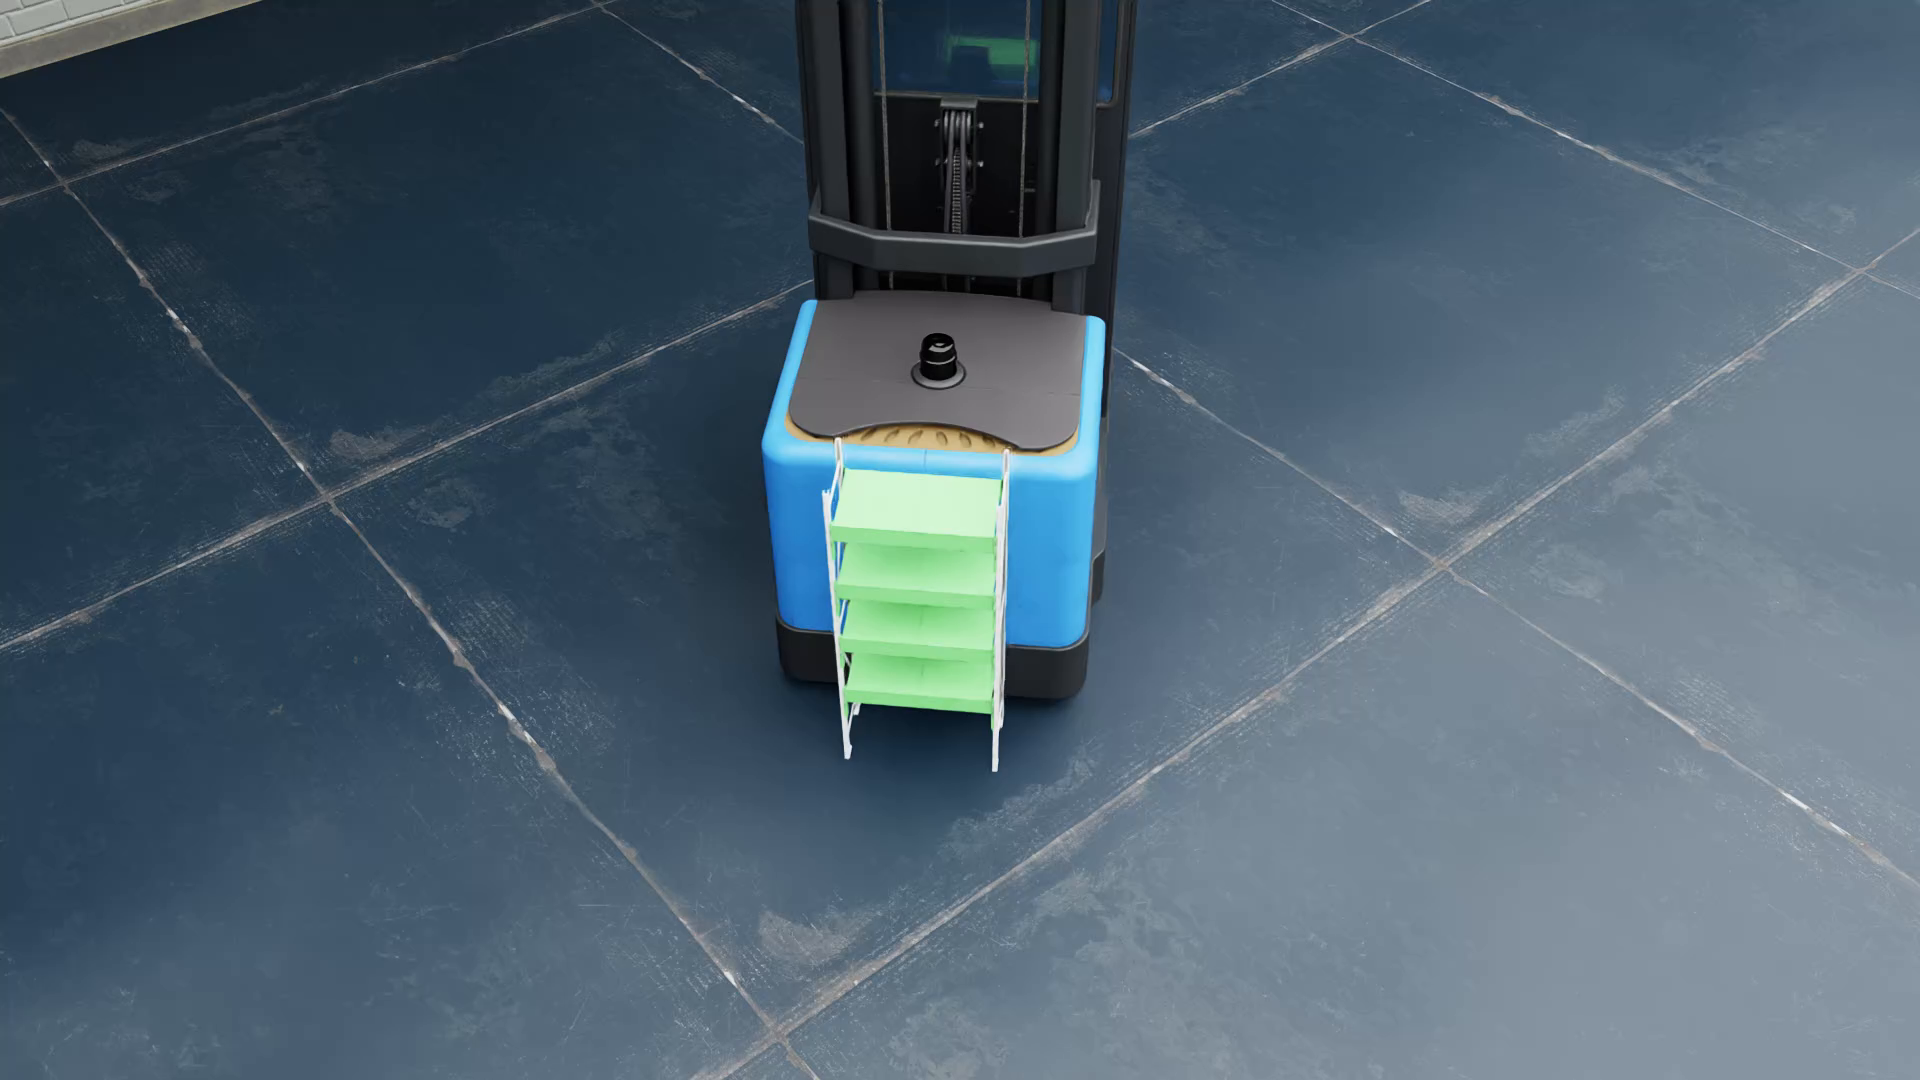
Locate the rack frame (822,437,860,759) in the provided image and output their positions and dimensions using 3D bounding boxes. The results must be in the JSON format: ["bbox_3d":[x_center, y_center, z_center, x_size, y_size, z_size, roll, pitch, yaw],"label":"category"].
[{"bbox_3d":[-0.361,0.213,5.141,0.015,1.200,0.240,4,45,5],"label":"rack frame"}]

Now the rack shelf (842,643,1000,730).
[{"bbox_3d":[-0.118,0.446,5.336,0.480,0.148,0.258,4,45,5],"label":"rack shelf"}]

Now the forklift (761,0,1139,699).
[{"bbox_3d":[0.044,-1.542,5.751,1.130,2.935,3.031,4,43,4],"label":"forklift"}]

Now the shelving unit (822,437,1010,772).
[{"bbox_3d":[-0.119,0.231,5.121,0.503,1.200,0.258,4,45,5],"label":"shelving unit"}]

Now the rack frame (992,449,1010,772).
[{"bbox_3d":[0.124,0.249,5.102,0.015,1.200,0.240,4,45,5],"label":"rack frame"}]

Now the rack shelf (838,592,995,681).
[{"bbox_3d":[-0.119,0.276,5.166,0.480,0.148,0.258,4,45,5],"label":"rack shelf"}]

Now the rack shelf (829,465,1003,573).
[{"bbox_3d":[-0.120,-0.063,4.827,0.480,0.148,0.258,4,45,5],"label":"rack shelf"}]

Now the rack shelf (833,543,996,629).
[{"bbox_3d":[-0.119,0.107,4.997,0.480,0.148,0.258,4,45,5],"label":"rack shelf"}]
